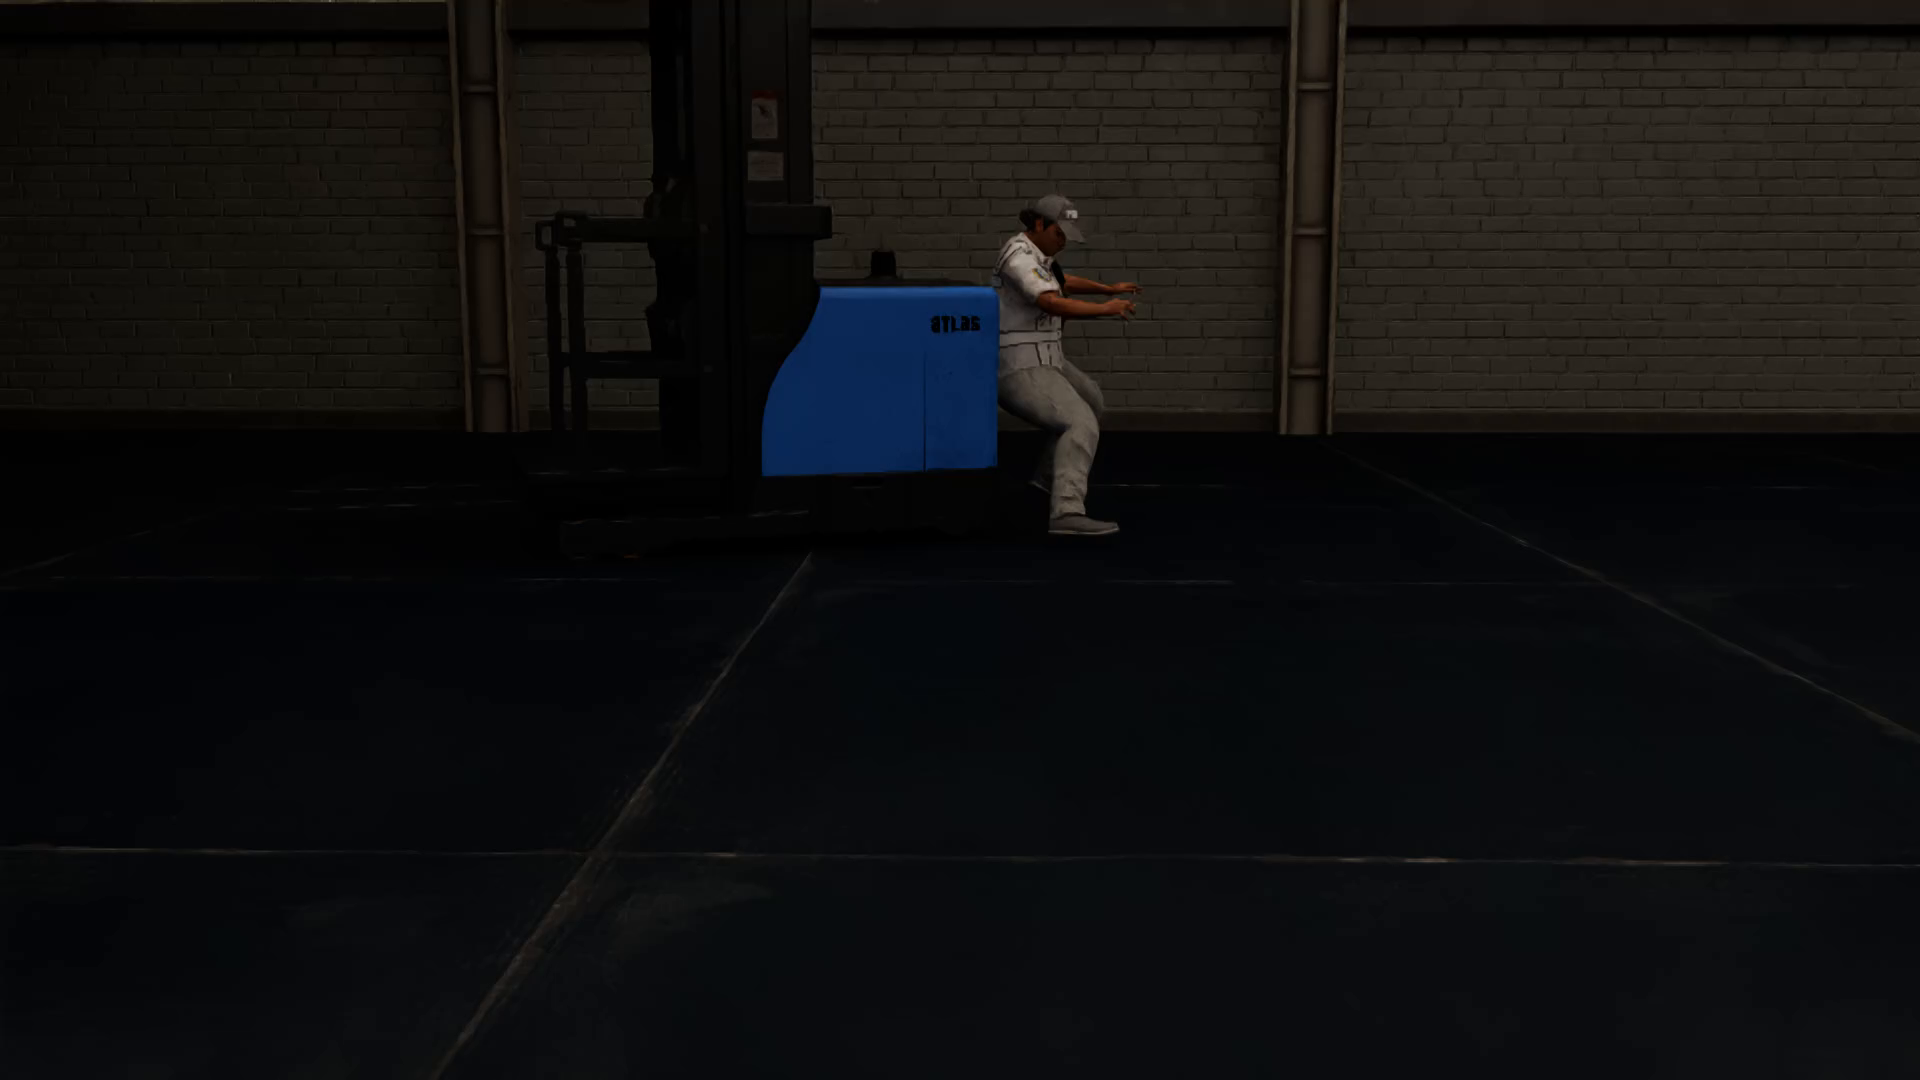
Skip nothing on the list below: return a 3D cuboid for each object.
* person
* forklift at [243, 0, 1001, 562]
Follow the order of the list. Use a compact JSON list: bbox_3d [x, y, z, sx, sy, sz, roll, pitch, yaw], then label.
[{"bbox_3d":[0.444,-0.794,7.354,0.683,1.434,1.113,2,9,12],"label":"person"},{"bbox_3d":[-1.396,-1.452,6.927,3.031,2.935,1.130,-3,9,-18],"label":"forklift"}]
